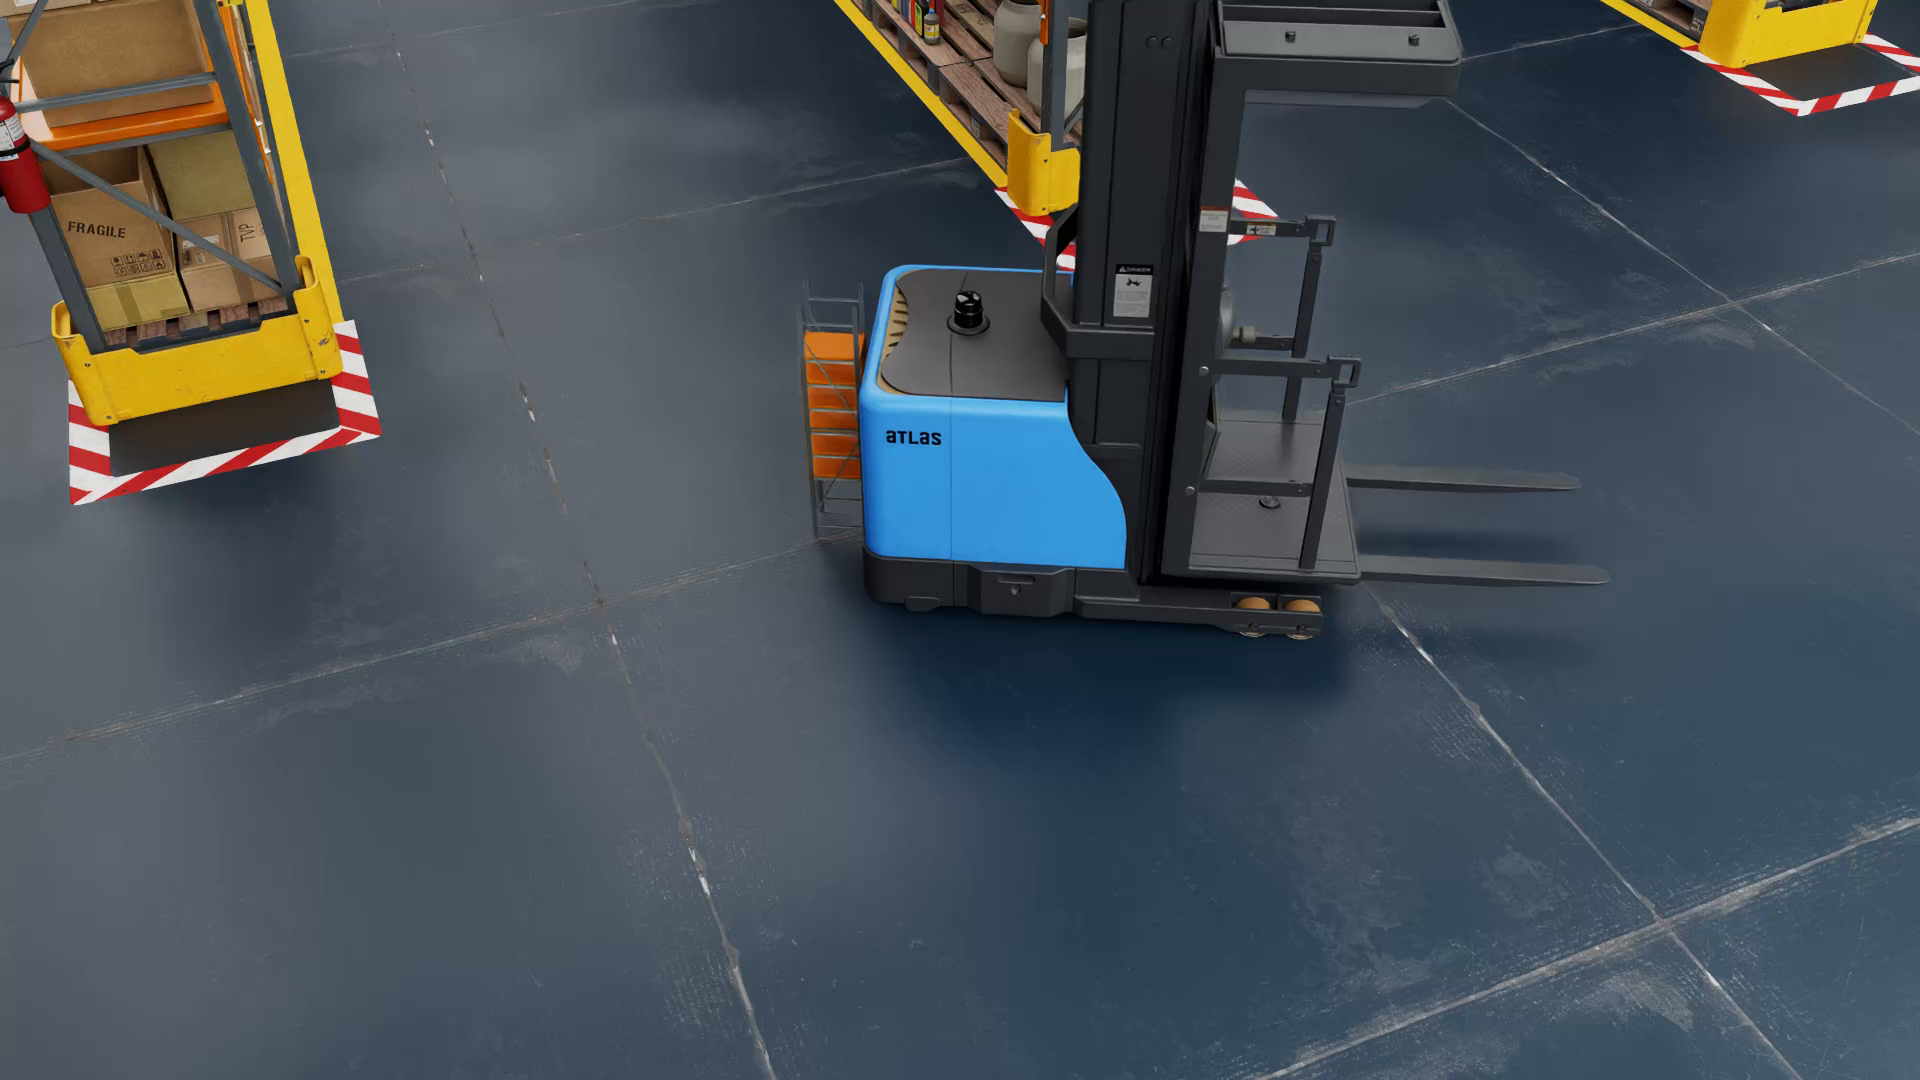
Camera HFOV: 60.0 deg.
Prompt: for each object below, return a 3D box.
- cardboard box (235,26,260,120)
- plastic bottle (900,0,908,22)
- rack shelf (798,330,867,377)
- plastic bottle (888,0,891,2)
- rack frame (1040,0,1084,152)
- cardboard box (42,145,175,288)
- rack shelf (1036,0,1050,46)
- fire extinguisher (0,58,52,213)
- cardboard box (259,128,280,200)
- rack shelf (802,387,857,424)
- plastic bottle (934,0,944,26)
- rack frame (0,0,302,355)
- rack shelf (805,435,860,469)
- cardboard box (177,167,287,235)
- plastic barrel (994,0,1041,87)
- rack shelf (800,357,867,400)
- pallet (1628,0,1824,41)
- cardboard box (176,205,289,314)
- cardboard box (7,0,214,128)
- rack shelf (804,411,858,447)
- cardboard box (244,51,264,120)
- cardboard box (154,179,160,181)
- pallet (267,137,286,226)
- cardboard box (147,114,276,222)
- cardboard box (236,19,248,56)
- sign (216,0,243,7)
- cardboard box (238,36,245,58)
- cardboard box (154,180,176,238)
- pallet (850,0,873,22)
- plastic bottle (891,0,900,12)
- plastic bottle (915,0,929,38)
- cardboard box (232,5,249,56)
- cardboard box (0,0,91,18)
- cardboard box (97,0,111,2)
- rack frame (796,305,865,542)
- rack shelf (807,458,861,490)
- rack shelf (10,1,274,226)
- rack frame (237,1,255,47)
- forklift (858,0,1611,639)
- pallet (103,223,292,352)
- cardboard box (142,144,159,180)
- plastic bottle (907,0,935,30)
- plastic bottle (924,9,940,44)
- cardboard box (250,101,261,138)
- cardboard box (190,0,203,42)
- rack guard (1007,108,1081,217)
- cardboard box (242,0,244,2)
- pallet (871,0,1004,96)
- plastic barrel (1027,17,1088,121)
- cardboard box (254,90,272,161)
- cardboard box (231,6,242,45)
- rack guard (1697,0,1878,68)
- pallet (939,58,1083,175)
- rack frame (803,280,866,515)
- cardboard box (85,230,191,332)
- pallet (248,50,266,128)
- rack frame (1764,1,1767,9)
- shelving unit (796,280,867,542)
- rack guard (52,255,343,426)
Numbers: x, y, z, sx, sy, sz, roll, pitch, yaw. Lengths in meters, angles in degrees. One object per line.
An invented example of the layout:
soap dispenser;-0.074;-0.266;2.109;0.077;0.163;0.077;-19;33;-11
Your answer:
cardboard box;-4.220;-2.611;9.198;0.500;0.500;0.500;-15;43;-17
plastic bottle;-0.303;-3.534;10.811;0.152;0.276;0.135;-16;43;-18
rack shelf;-0.512;-0.751;6.718;0.258;0.103;0.180;3;41;3
plastic bottle;-0.441;-3.773;11.032;0.144;0.351;0.185;-15;43;-17
rack frame;0.929;-3.161;8.625;1.000;3.000;0.127;-15;43;-17
cardboard box;-4.129;-1.577;7.995;0.500;0.500;0.500;-15;43;-17
rack shelf;0.164;-4.093;10.261;1.077;0.370;4.000;-15;43;-17
fire extinguisher;-4.033;-1.711;6.999;0.296;0.674;0.183;-15;43;-17
cardboard box;-4.034;-2.024;9.090;0.500;0.250;0.500;-15;43;-17
rack shelf;-0.511;-0.569;6.875;0.258;0.103;0.180;3;41;3
plastic bottle;-0.152;-3.480;10.743;0.061;0.283;0.133;-15;43;-17
rack frame;-3.649;-1.928;7.191;1.000;3.000;0.127;-15;43;-17
rack shelf;-0.511;-0.387;7.031;0.258;0.103;0.180;3;41;3
cardboard box;-3.843;-1.723;8.740;0.500;0.250;0.500;-15;43;-17
plastic barrel;0.415;-3.056;10.090;0.421;0.512;0.421;0;41;0
rack shelf;-0.512;-0.660;6.797;0.258;0.103;0.180;3;41;3
pallet;5.198;-3.883;11.604;1.003;0.211;1.213;-15;43;-17
cardboard box;-3.649;-1.423;8.391;0.500;0.250;0.500;-15;43;-17
cardboard box;-3.816;-2.250;7.489;0.700;0.500;0.500;-15;43;-17
rack shelf;-0.511;-0.478;6.953;0.258;0.103;0.180;3;41;3
cardboard box;-4.413;-2.628;9.792;0.500;0.250;0.500;-15;43;-17
cardboard box;-4.523;-1.892;8.937;0.500;0.250;0.500;-15;43;-17
pallet;-4.443;-2.054;9.477;1.003;0.211;1.213;-15;43;-17
cardboard box;-3.842;-2.008;8.496;0.500;0.500;0.500;-15;43;-17
cardboard box;-4.618;-2.925;10.138;0.500;0.250;0.500;-15;43;-17
sign;-3.134;-2.421;7.040;0.100;0.325;0.005;-15;43;-17
cardboard box;-4.425;-2.909;9.544;0.500;0.500;0.500;-15;43;-17
cardboard box;-4.330;-1.592;8.587;0.500;0.250;0.500;-15;43;-17
pallet;-0.383;-4.098;11.854;1.003;0.211;1.213;-15;43;-17
plastic bottle;-0.370;-3.661;10.901;0.144;0.351;0.185;-13;42;-15
plastic bottle;-0.240;-3.361;10.603;0.061;0.283;0.133;-14;43;-16
cardboard box;-4.800;-3.229;10.491;0.500;0.250;0.500;-15;43;-17
cardboard box;-3.971;-2.394;7.159;0.380;0.149;0.250;-16;43;-18
cardboard box;-3.600;-2.501;7.284;0.380;0.149;0.250;-15;43;-17
rack frame;-0.518;-0.452;6.855;0.240;1.200;0.006;3;41;3
rack shelf;-0.511;-0.296;7.110;0.258;0.103;0.180;3;41;3
rack shelf;-4.414;-2.860;8.826;1.077;0.370;4.000;-15;43;-17
rack frame;-5.180;-4.337;9.993;1.000;3.000;0.127;-15;43;-17
forklift;1.145;-1.069;6.245;3.031;2.935;1.130;3;41;3
pallet;-3.980;-1.321;8.624;1.003;0.211;1.213;-15;43;-17
cardboard box;-4.525;-2.176;8.692;0.500;0.500;0.500;-15;43;-17
plastic bottle;-0.250;-3.451;10.714;0.152;0.276;0.135;-15;43;-17
plastic bottle;-0.179;-3.264;10.554;0.097;0.201;0.097;0;41;0
cardboard box;-4.045;-2.306;8.842;0.500;0.500;0.500;-15;43;-17
cardboard box;-4.021;-2.565;7.856;0.700;0.500;0.500;-14;43;-16
rack guard;0.856;-2.247;9.480;1.175;0.500;0.348;-15;43;-17
cardboard box;-5.105;-3.759;11.107;0.500;0.250;0.500;-16;43;-18
pallet;0.087;-3.362;10.998;1.003;0.211;1.213;-15;43;-17
plastic barrel;0.606;-2.754;9.738;0.421;0.512;0.421;0;41;0
cardboard box;-4.221;-2.327;9.442;0.500;0.250;0.500;-15;43;-17
cardboard box;-4.620;-3.209;9.893;0.500;0.500;0.500;-15;43;-17
rack guard;5.476;-3.495;10.930;1.175;0.500;0.348;-15;43;-17
pallet;0.550;-2.628;10.145;1.003;0.211;1.213;-15;43;-17
rack frame;-0.504;-0.571;6.993;0.240;1.200;0.006;3;41;3
cardboard box;-4.127;-1.294;8.240;0.500;0.250;0.500;-15;43;-17
pallet;-4.914;-2.790;10.333;1.003;0.211;1.213;-15;43;-17
rack frame;5.505;-4.397;10.062;1.000;3.000;0.127;-15;43;-17
shelving unit;-0.511;-0.512;6.924;0.258;1.200;0.189;3;41;3
rack guard;-3.640;-0.965;7.989;1.175;0.500;0.348;-15;43;-17
